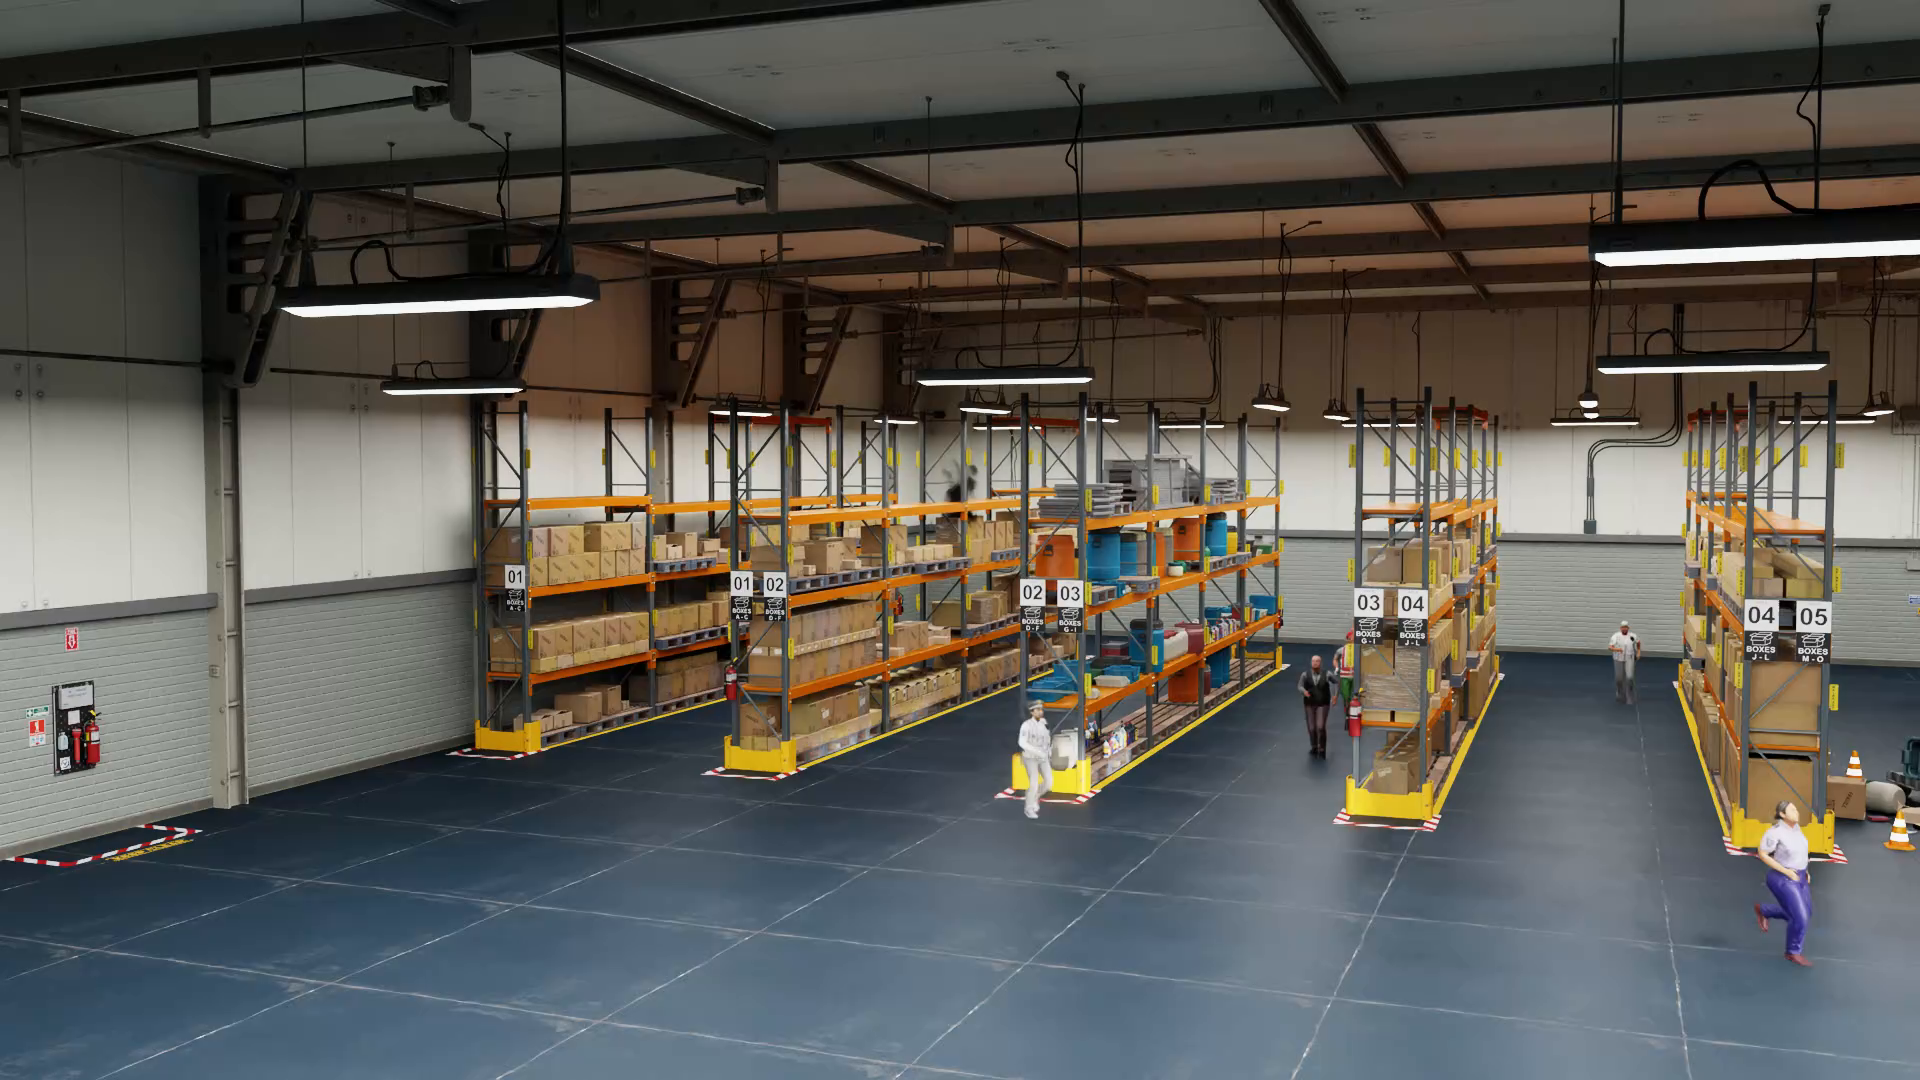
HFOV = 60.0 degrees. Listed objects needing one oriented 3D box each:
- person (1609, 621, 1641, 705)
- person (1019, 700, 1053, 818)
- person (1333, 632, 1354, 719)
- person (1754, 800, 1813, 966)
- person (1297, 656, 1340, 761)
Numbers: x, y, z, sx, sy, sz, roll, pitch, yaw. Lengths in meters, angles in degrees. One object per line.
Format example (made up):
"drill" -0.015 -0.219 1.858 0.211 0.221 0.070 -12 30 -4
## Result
"person" 13.632 2.524 34.119 0.617 1.742 0.759 1 3 21
"person" 1.108 3.045 23.178 0.651 1.662 0.549 -2 3 -36
"person" 7.368 2.603 31.376 0.663 1.747 0.780 1 3 13
"person" 8.269 3.412 16.712 0.622 1.609 0.689 -2 3 -35
"person" 5.956 2.815 27.721 0.671 1.783 0.733 1 3 23
